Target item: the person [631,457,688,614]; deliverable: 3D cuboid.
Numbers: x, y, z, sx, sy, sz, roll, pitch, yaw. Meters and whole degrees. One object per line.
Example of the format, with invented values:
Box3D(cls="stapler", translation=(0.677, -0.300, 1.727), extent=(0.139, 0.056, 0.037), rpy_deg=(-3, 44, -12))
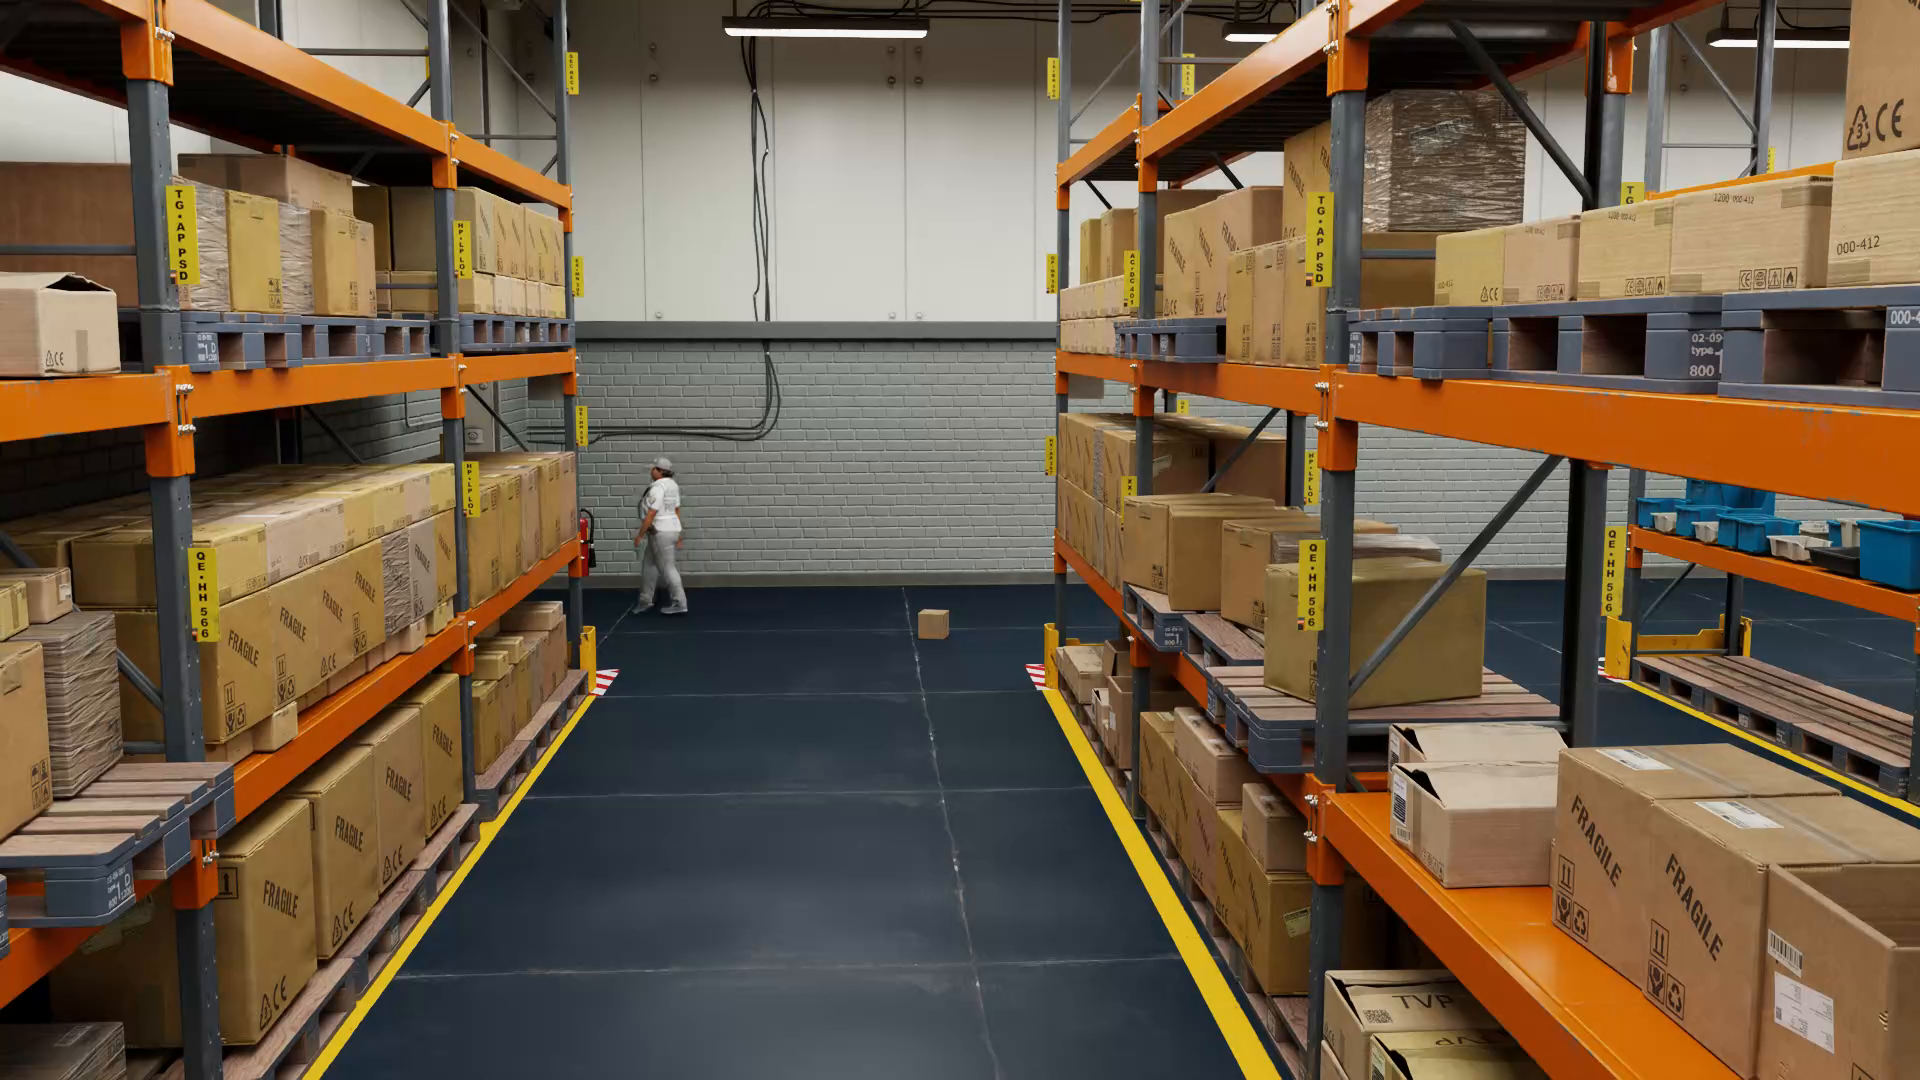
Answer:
Box3D(cls="person", translation=(-3.202, -0.017, 17.499), extent=(0.709, 1.711, 0.523), rpy_deg=(1, 7, 10))
